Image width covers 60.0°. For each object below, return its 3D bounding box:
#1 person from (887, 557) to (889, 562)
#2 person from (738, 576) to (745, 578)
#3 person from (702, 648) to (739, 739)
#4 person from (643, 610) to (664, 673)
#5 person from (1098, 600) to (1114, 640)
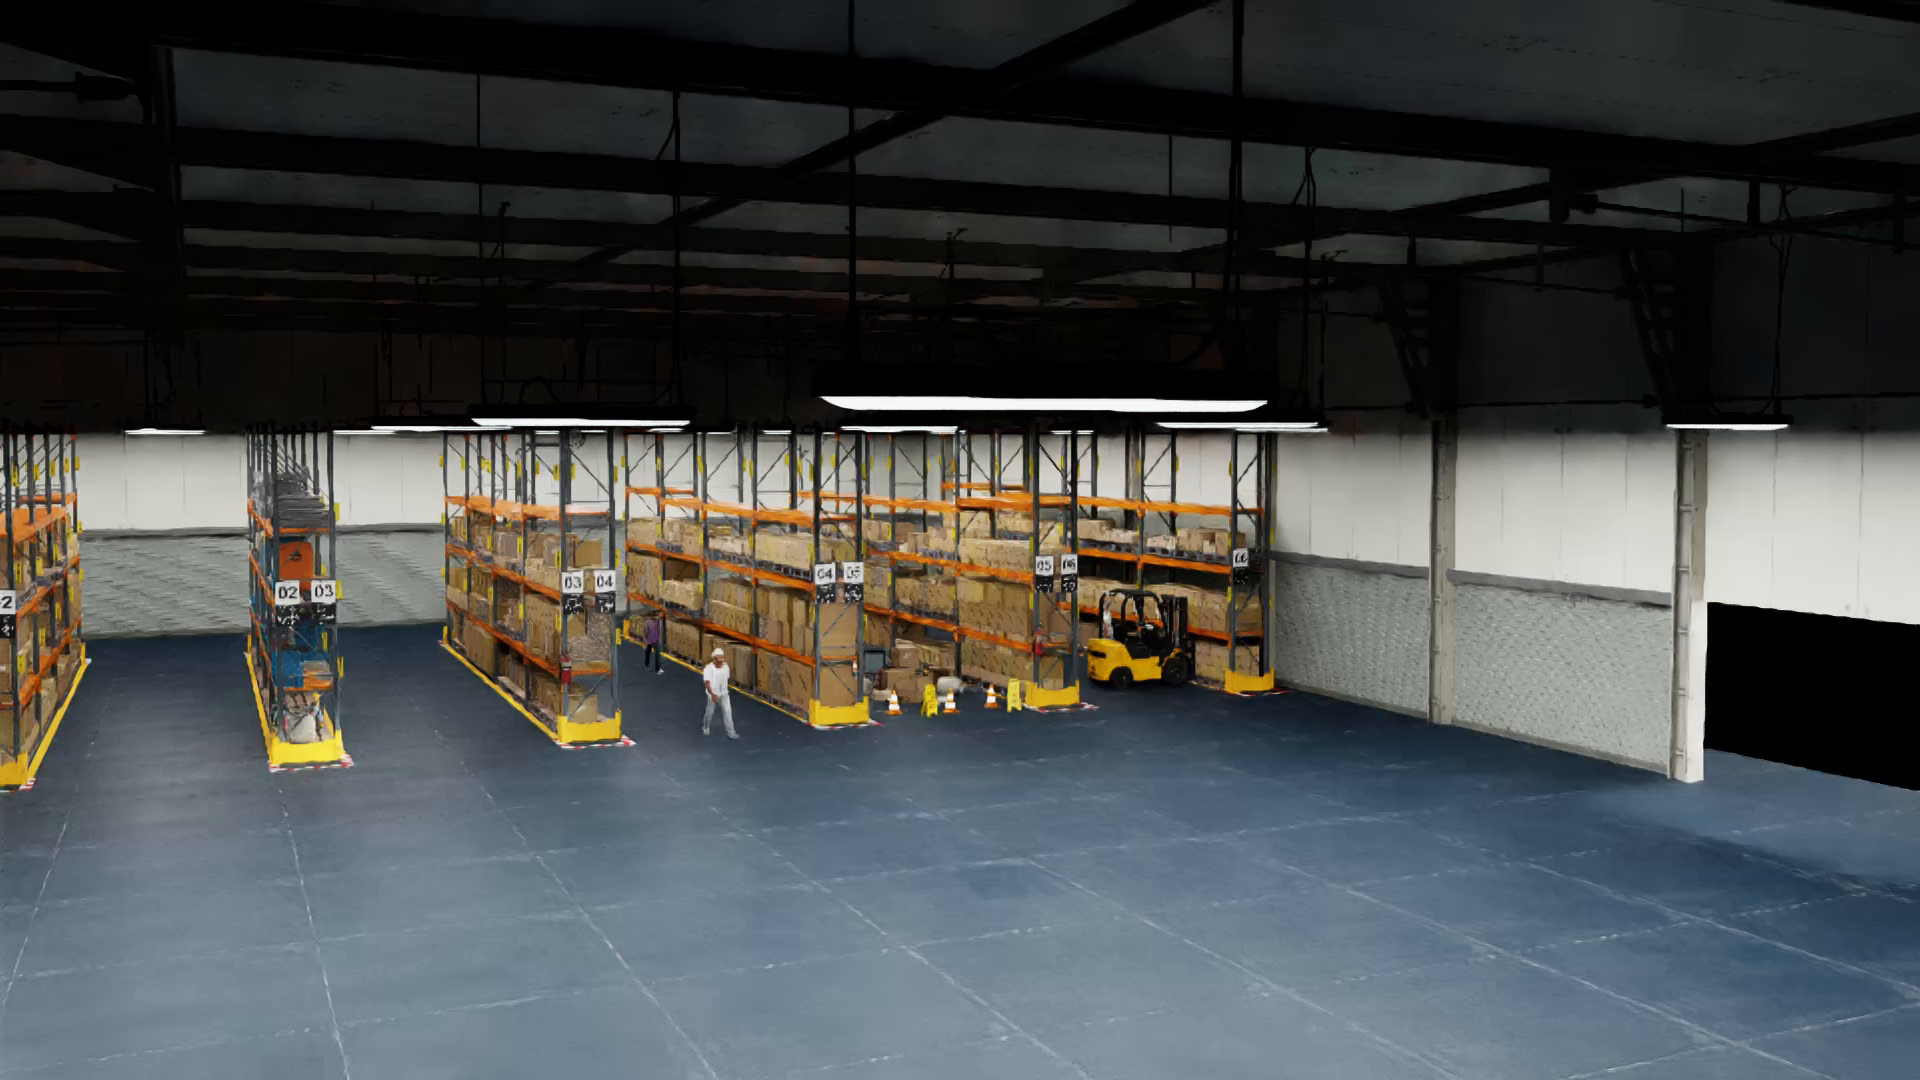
[{"bbox_3d":[-2.325,1.399,55.237,0.573,1.716,1.103,-1,4,-16],"label":"person"},{"bbox_3d":[-6.335,1.865,48.086,0.492,1.676,0.645,-2,4,-23],"label":"person"},{"bbox_3d":[-4.577,2.896,31.424,0.571,1.706,1.033,-2,4,-33],"label":"person"},{"bbox_3d":[-7.447,2.439,40.176,0.417,1.517,1.037,-1,4,-22],"label":"person"},{"bbox_3d":[3.484,2.326,40.171,0.562,1.754,0.623,0,4,1],"label":"person"}]
